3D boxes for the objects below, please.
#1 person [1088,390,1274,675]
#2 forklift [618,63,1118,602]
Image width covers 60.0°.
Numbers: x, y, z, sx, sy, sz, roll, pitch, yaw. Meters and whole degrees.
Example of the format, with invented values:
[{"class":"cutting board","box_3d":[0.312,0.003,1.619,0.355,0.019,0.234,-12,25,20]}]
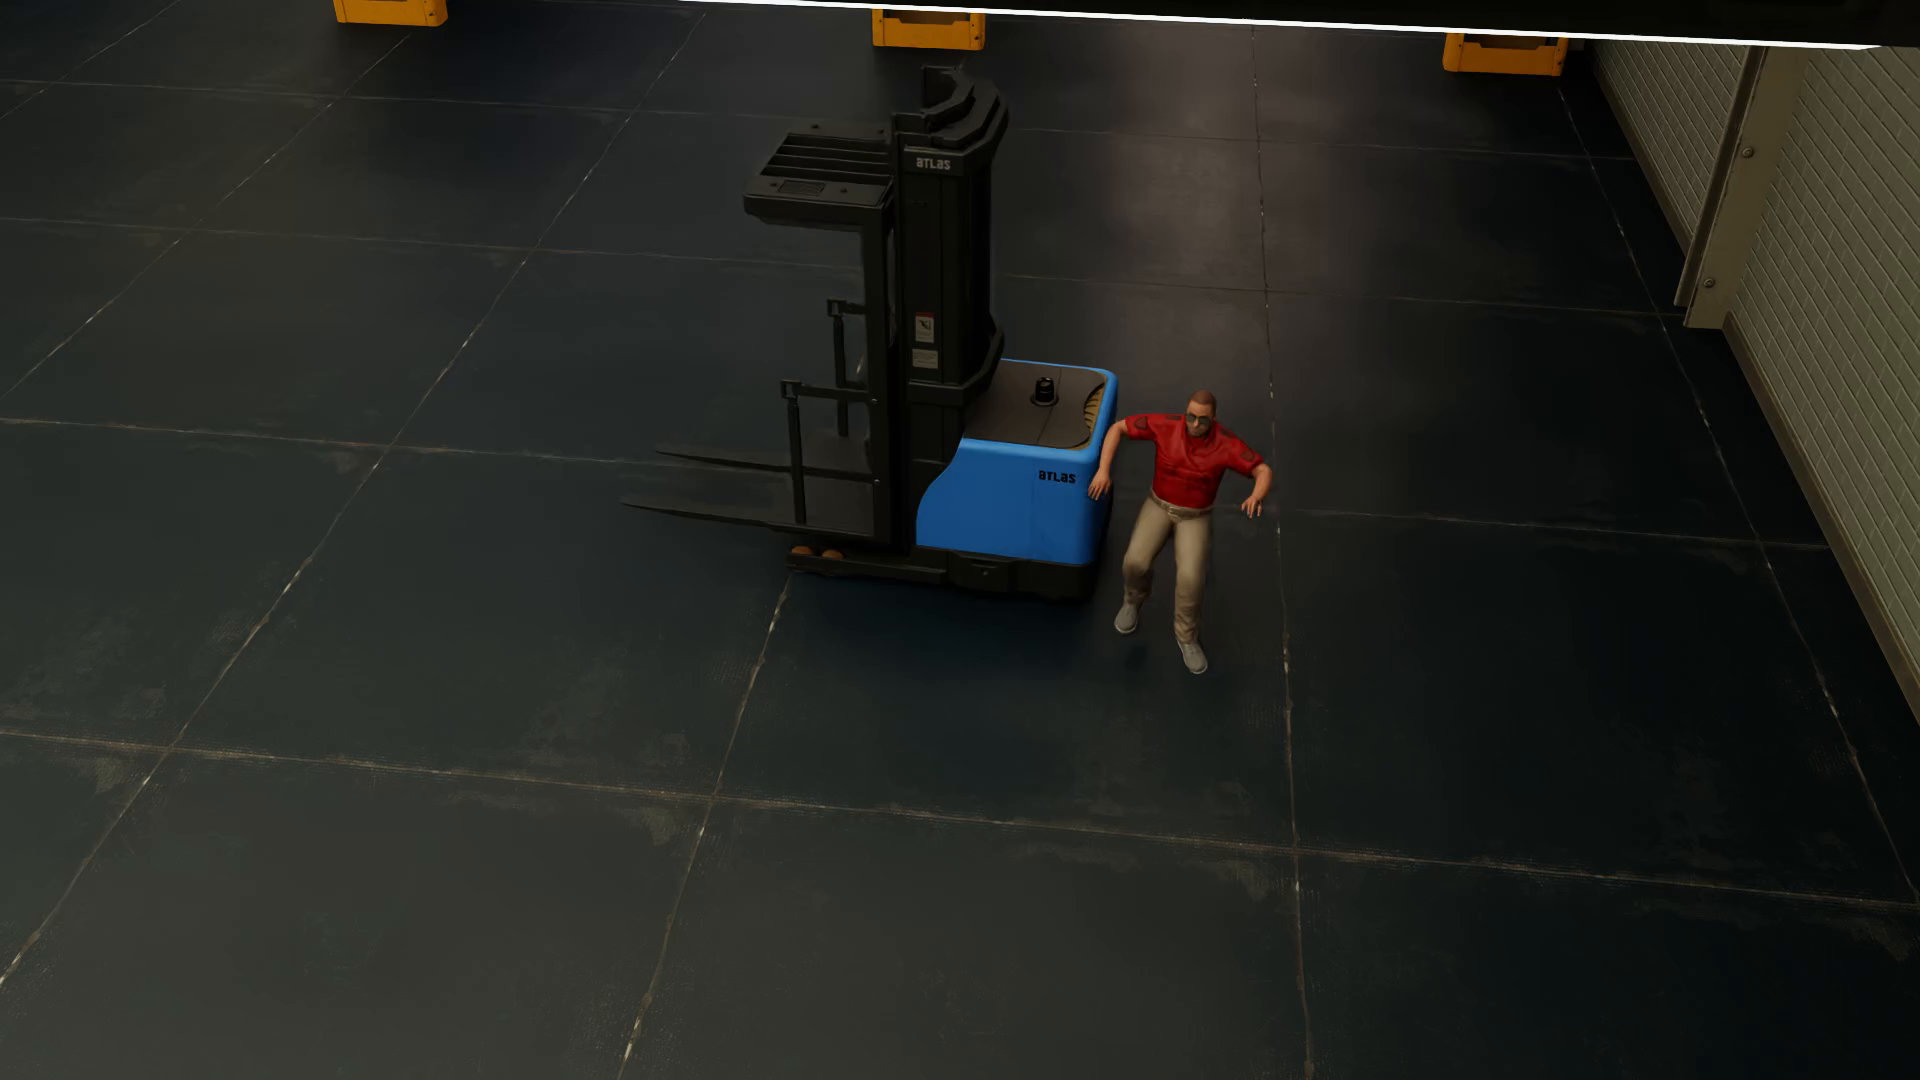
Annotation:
[{"class":"person","box_3d":[1.217,-0.081,9.388,1.011,1.490,0.808,8,37,10]},{"class":"forklift","box_3d":[-0.599,-1.251,9.726,3.031,2.935,1.130,7,37,9]}]
